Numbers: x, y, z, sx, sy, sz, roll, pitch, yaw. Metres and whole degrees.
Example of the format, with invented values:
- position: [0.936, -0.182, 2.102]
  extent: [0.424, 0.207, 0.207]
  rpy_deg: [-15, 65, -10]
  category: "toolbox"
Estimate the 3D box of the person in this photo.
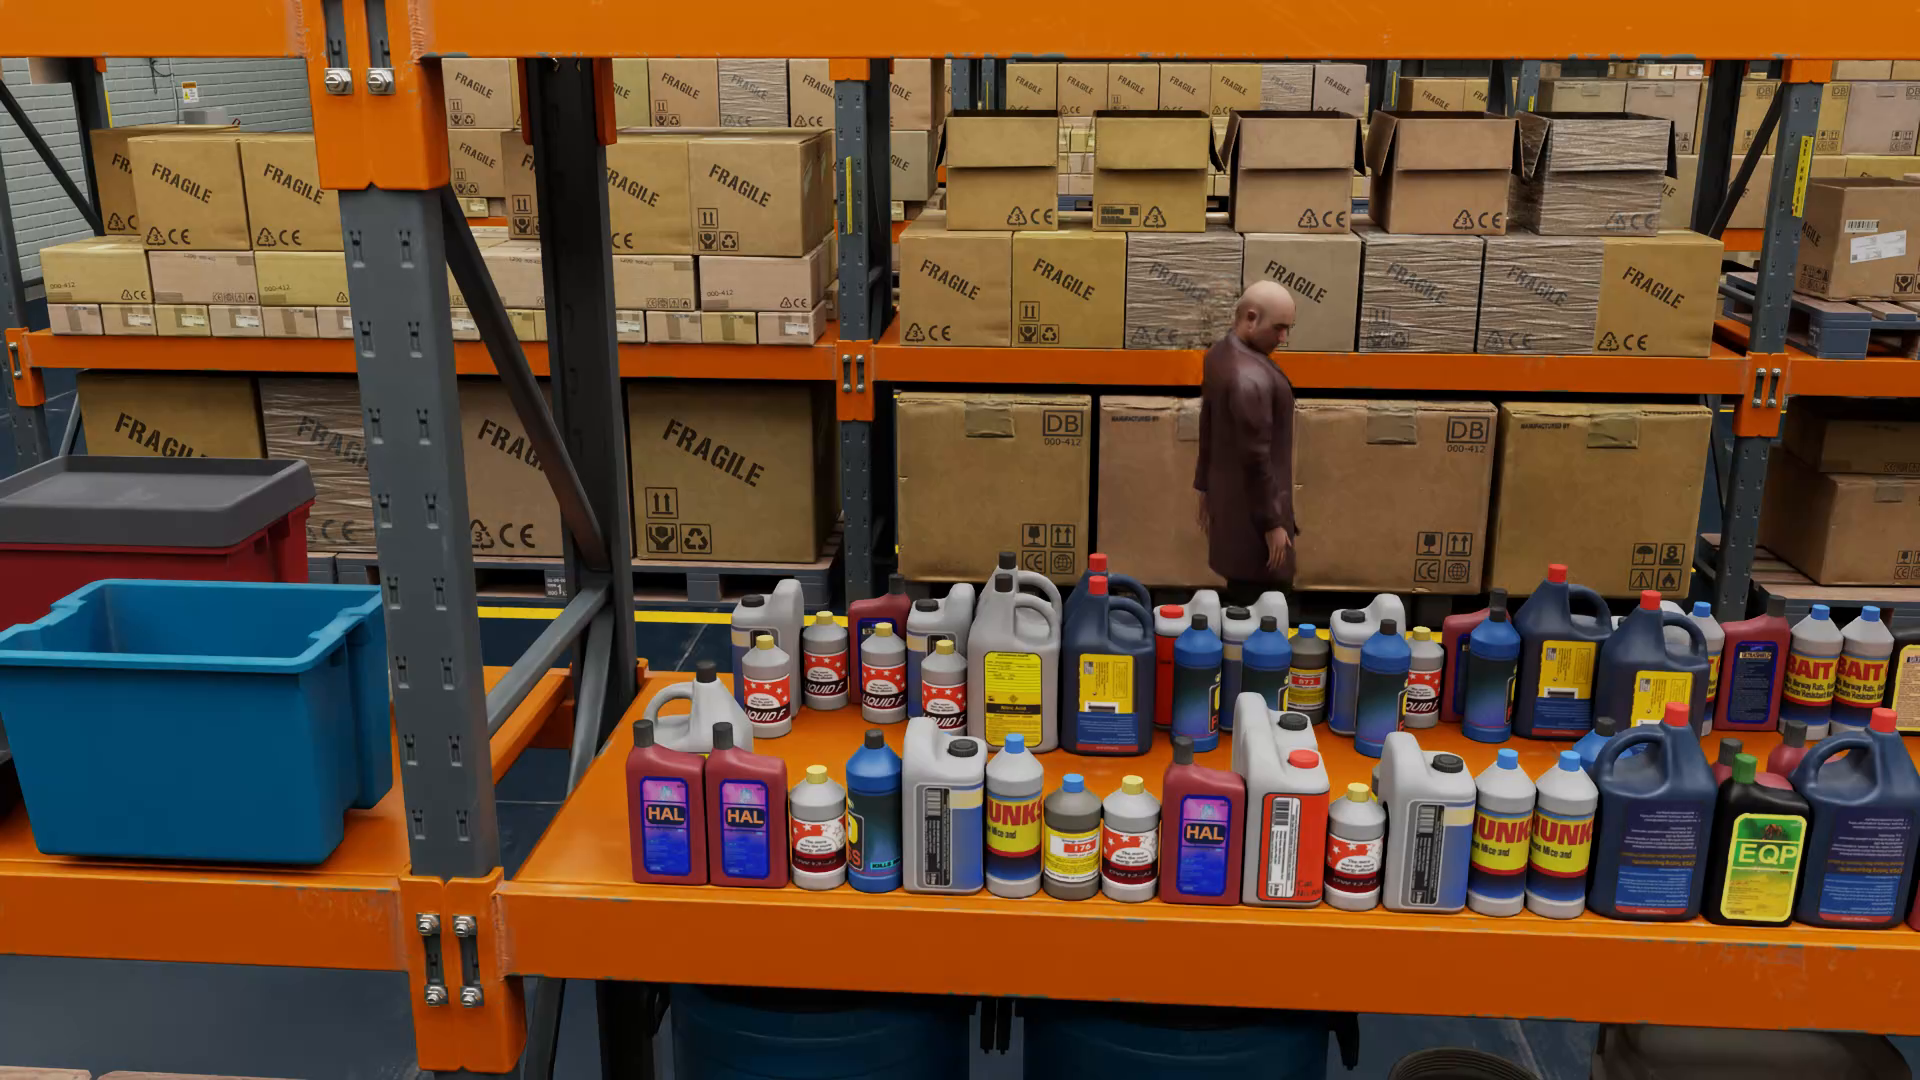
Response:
- position: [1.169, -0.082, 6.349]
  extent: [0.527, 1.824, 0.625]
  rpy_deg: [-2, 17, -5]
  category: "person"
